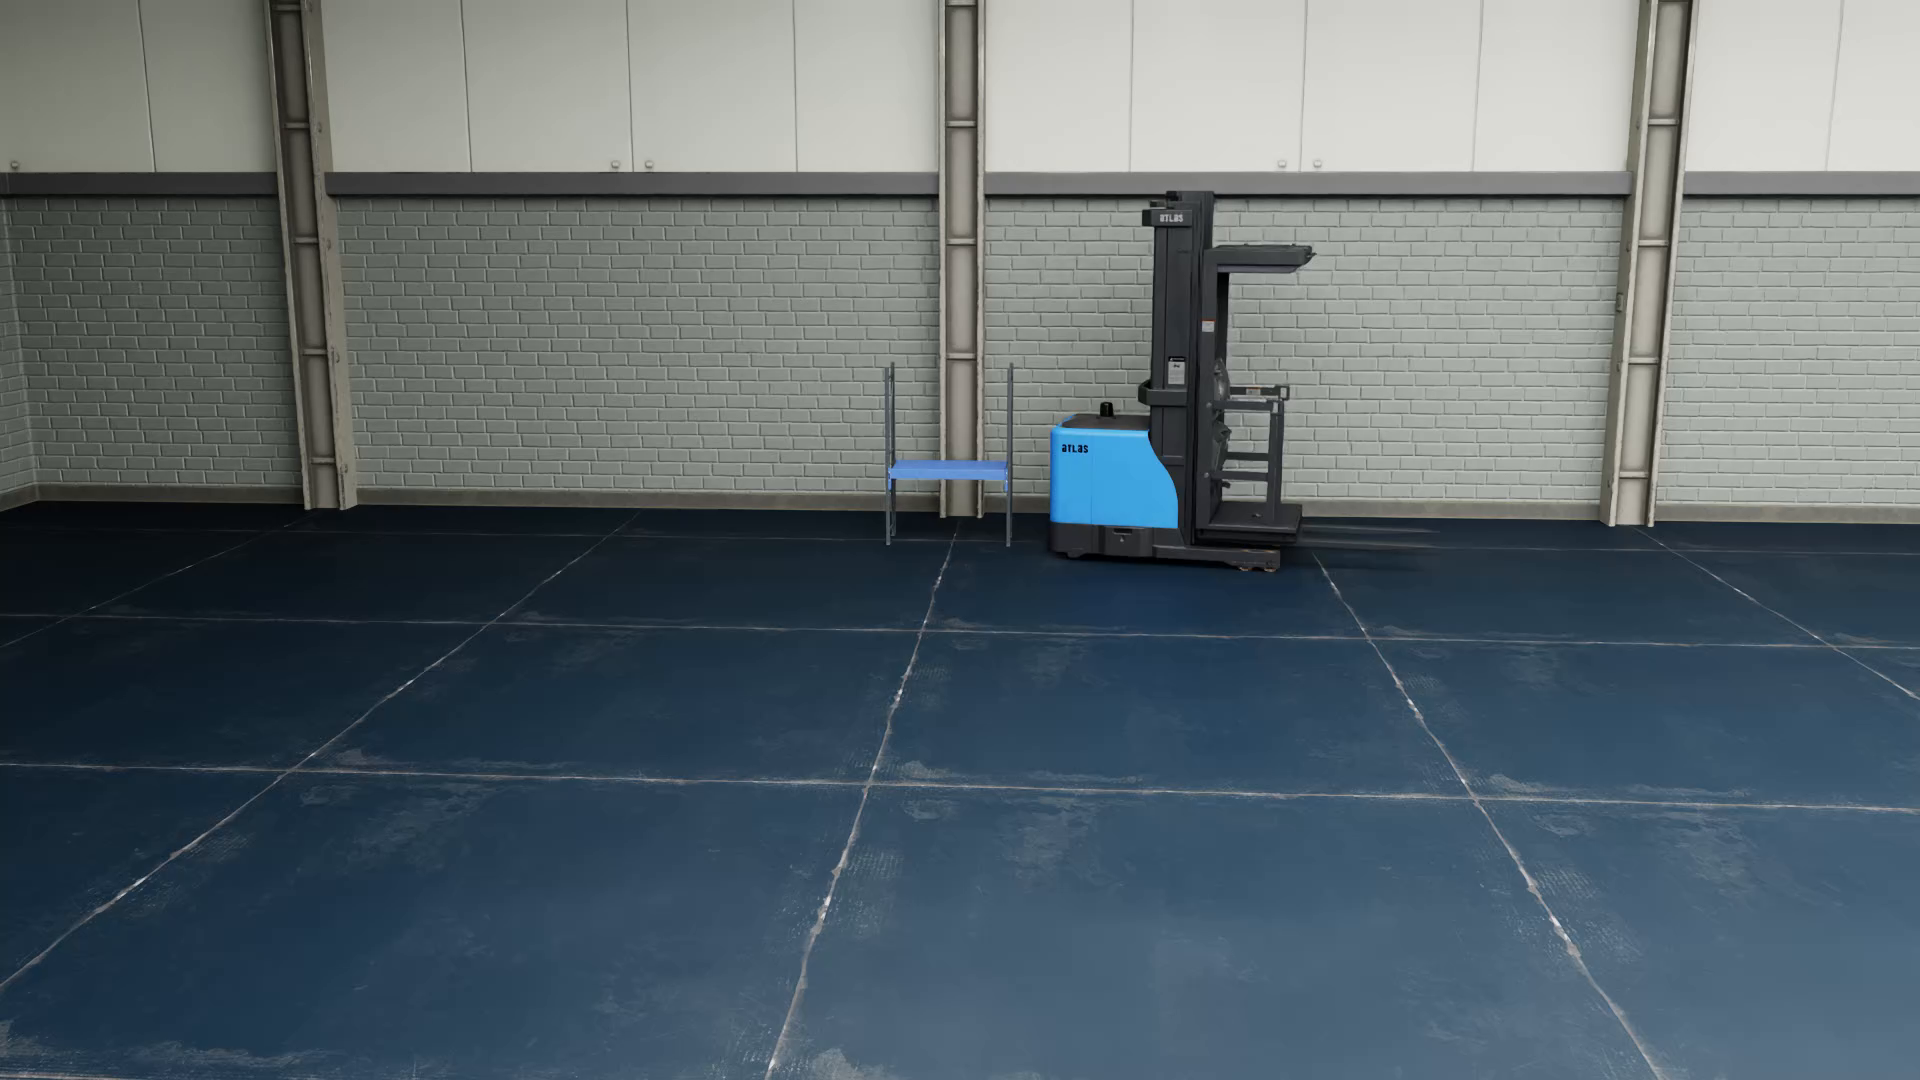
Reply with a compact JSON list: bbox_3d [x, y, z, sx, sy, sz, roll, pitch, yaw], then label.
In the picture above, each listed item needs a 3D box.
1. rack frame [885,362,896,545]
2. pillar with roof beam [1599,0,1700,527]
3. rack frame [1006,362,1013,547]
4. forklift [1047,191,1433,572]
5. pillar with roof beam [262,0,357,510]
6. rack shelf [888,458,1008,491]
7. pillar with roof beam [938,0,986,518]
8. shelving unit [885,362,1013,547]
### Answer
[{"bbox_3d":[-0.592,-0.742,14.153,0.032,1.500,0.500,1,12,4],"label":"rack frame"},{"bbox_3d":[5.719,-3.679,9.877,0.400,9.000,9.100,1,12,4],"label":"pillar with roof beam"},{"bbox_3d":[0.422,-0.728,14.087,0.032,1.500,0.500,1,12,4],"label":"rack frame"},{"bbox_3d":[2.288,-1.302,13.335,3.031,2.935,1.130,3,12,14],"label":"forklift"},{"bbox_3d":[-6.254,-3.843,10.662,0.400,9.000,9.100,1,12,4],"label":"pillar with roof beam"},{"bbox_3d":[-0.085,-0.559,14.157,1.000,0.185,0.538,1,12,4],"label":"rack shelf"},{"bbox_3d":[-0.267,-3.761,10.269,0.400,9.000,9.100,1,12,4],"label":"pillar with roof beam"},{"bbox_3d":[-0.085,-0.735,14.120,1.048,1.500,0.538,1,12,4],"label":"shelving unit"}]
